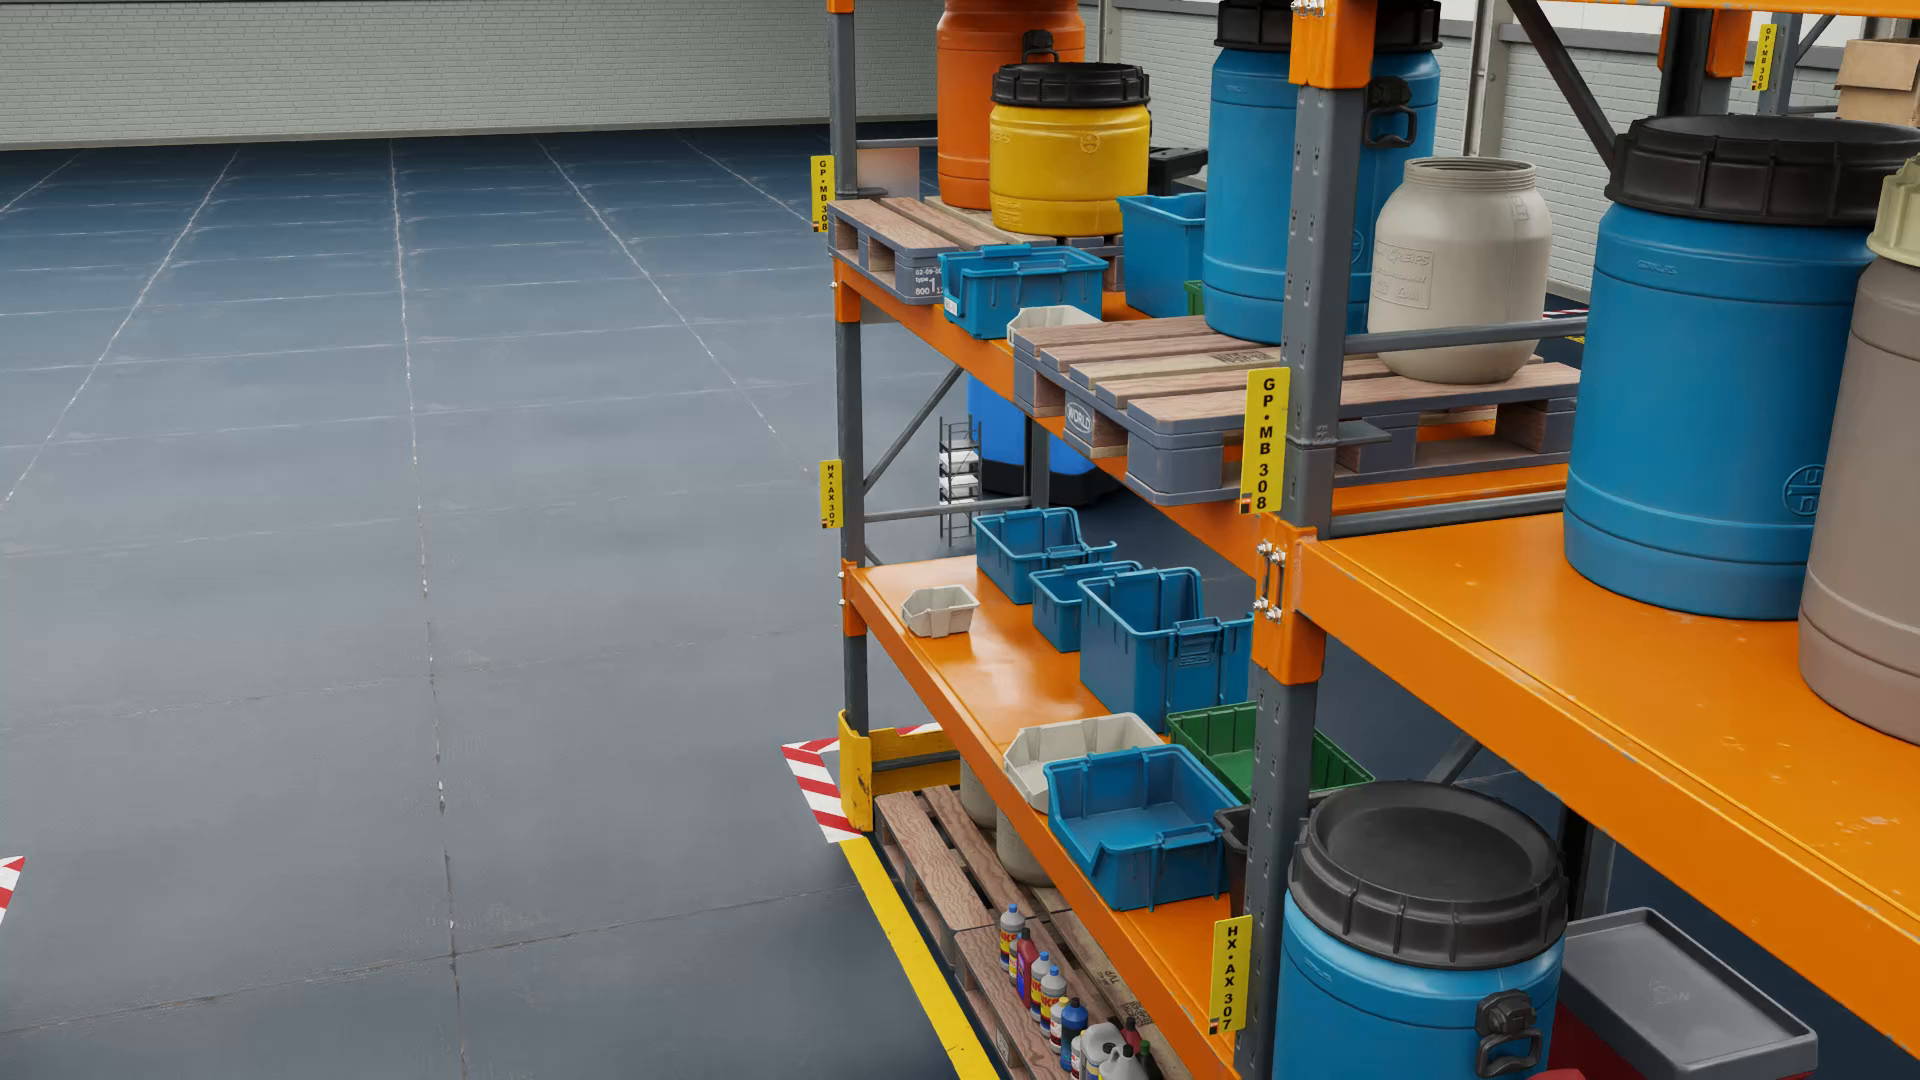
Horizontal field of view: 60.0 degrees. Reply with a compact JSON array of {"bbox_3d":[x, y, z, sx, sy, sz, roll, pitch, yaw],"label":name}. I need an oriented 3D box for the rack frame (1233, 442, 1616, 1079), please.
[{"bbox_3d":[1.190,1.147,4.287,1.000,3.000,0.127,-6,21,-17],"label":"rack frame"}]

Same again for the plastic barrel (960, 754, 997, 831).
[{"bbox_3d":[0.212,1.039,7.645,0.421,0.512,0.421,0,20,0],"label":"plastic barrel"}]

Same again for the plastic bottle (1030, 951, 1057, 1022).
[{"bbox_3d":[0.314,1.665,6.229,0.097,0.271,0.097,0,20,0],"label":"plastic bottle"}]

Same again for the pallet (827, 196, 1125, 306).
[{"bbox_3d":[0.100,-1.184,6.617,1.003,0.211,1.213,-6,21,-17],"label":"pallet"}]

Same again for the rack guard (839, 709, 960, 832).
[{"bbox_3d":[0.001,1.059,8.229,1.175,0.500,0.348,-6,21,-17],"label":"rack guard"}]

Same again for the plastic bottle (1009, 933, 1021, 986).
[{"bbox_3d":[0.239,1.621,6.455,0.097,0.201,0.097,0,20,0],"label":"plastic bottle"}]

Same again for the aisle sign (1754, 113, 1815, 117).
[{"bbox_3d":[4.325,-1.874,8.851,0.394,0.787,0.004,-6,21,-17],"label":"aisle sign"}]

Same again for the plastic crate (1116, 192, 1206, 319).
[{"bbox_3d":[0.818,-0.961,5.742,0.392,0.384,0.575,-6,21,-17],"label":"plastic crate"}]

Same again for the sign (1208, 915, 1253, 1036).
[{"bbox_3d":[0.664,1.071,4.087,0.100,0.325,0.005,-6,21,-17],"label":"sign"}]

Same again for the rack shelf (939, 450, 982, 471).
[{"bbox_3d":[0.003,-0.559,11.708,0.258,0.077,0.200,-6,21,-17],"label":"rack shelf"}]

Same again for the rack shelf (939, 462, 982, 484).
[{"bbox_3d":[0.003,-0.474,11.738,0.258,0.077,0.200,-6,21,-17],"label":"rack shelf"}]

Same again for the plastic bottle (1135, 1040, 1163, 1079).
[{"bbox_3d":[0.641,1.857,5.675,0.061,0.283,0.133,-6,21,-17],"label":"plastic bottle"}]

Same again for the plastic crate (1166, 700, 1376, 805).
[{"bbox_3d":[1.031,0.781,5.619,0.450,0.188,0.662,-6,21,-17],"label":"plastic crate"}]

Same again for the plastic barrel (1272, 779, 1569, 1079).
[{"bbox_3d":[1.024,1.067,3.767,0.600,0.901,0.708,-6,21,-17],"label":"plastic barrel"}]

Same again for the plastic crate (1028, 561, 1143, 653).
[{"bbox_3d":[0.573,0.271,6.945,0.499,0.251,0.408,-6,21,-17],"label":"plastic crate"}]

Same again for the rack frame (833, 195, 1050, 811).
[{"bbox_3d":[-0.067,-0.137,7.861,1.000,3.000,0.127,-6,21,-17],"label":"rack frame"}]

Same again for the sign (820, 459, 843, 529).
[{"bbox_3d":[-0.591,-0.210,7.655,0.100,0.325,0.005,-6,21,-17],"label":"sign"}]

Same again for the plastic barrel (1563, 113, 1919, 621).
[{"bbox_3d":[1.556,-0.361,3.305,0.600,0.901,0.708,-6,21,-17],"label":"plastic barrel"}]

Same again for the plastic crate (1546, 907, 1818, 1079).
[{"bbox_3d":[1.633,1.239,3.934,0.402,0.464,0.583,-6,21,-17],"label":"plastic crate"}]

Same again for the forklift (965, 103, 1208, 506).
[{"bbox_3d":[1.263,-2.075,13.357,1.130,2.935,3.031,12,23,31],"label":"forklift"}]

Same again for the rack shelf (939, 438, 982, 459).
[{"bbox_3d":[0.003,-0.644,11.677,0.258,0.077,0.200,-6,21,-17],"label":"rack shelf"}]

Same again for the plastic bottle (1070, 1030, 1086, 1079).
[{"bbox_3d":[0.442,1.828,5.880,0.097,0.201,0.097,0,20,0],"label":"plastic bottle"}]

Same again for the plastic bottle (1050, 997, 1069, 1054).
[{"bbox_3d":[0.377,1.762,6.063,0.097,0.201,0.097,0,20,0],"label":"plastic bottle"}]

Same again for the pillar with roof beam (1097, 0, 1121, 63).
[{"bbox_3d":[-1.251,-11.125,29.577,9.100,9.000,0.400,-6,21,-17],"label":"pillar with roof beam"}]

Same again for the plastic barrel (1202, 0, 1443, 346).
[{"bbox_3d":[0.979,-1.029,4.545,0.600,0.901,0.708,-6,21,-17],"label":"plastic barrel"}]

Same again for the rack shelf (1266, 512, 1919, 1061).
[{"bbox_3d":[1.819,0.715,2.115,1.077,0.370,4.000,-6,21,-17],"label":"rack shelf"}]

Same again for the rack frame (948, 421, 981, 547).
[{"bbox_3d":[0.035,-0.388,11.666,0.240,0.900,0.006,-6,21,-17],"label":"rack frame"}]

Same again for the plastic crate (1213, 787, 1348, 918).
[{"bbox_3d":[1.146,0.994,4.803,0.767,0.338,0.504,-6,21,-17],"label":"plastic crate"}]

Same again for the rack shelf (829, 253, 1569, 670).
[{"bbox_3d":[0.561,-0.568,5.688,1.077,0.370,4.000,-6,21,-17],"label":"rack shelf"}]

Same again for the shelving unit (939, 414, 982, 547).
[{"bbox_3d":[0.003,-0.421,11.757,0.258,0.900,0.210,-6,21,-17],"label":"shelving unit"}]

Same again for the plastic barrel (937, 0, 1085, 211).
[{"bbox_3d":[0.206,-1.806,6.813,0.600,0.830,0.708,-6,21,-17],"label":"plastic barrel"}]

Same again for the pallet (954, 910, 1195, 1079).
[{"bbox_3d":[0.631,1.847,6.463,1.003,0.211,1.213,-6,21,-17],"label":"pallet"}]

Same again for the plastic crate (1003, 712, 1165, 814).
[{"bbox_3d":[0.439,0.777,5.707,0.530,0.136,0.437,-6,21,-17],"label":"plastic crate"}]

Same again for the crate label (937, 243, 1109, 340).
[{"bbox_3d":[0.207,-0.843,5.609,0.502,0.251,0.408,-6,21,-17],"label":"crate label"}]

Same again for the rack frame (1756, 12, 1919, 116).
[{"bbox_3d":[4.636,-3.486,8.308,1.000,3.000,0.127,-6,21,-17],"label":"rack frame"}]

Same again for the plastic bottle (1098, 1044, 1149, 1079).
[{"bbox_3d":[0.552,1.845,5.610,0.144,0.351,0.185,-7,21,-18],"label":"plastic bottle"}]
